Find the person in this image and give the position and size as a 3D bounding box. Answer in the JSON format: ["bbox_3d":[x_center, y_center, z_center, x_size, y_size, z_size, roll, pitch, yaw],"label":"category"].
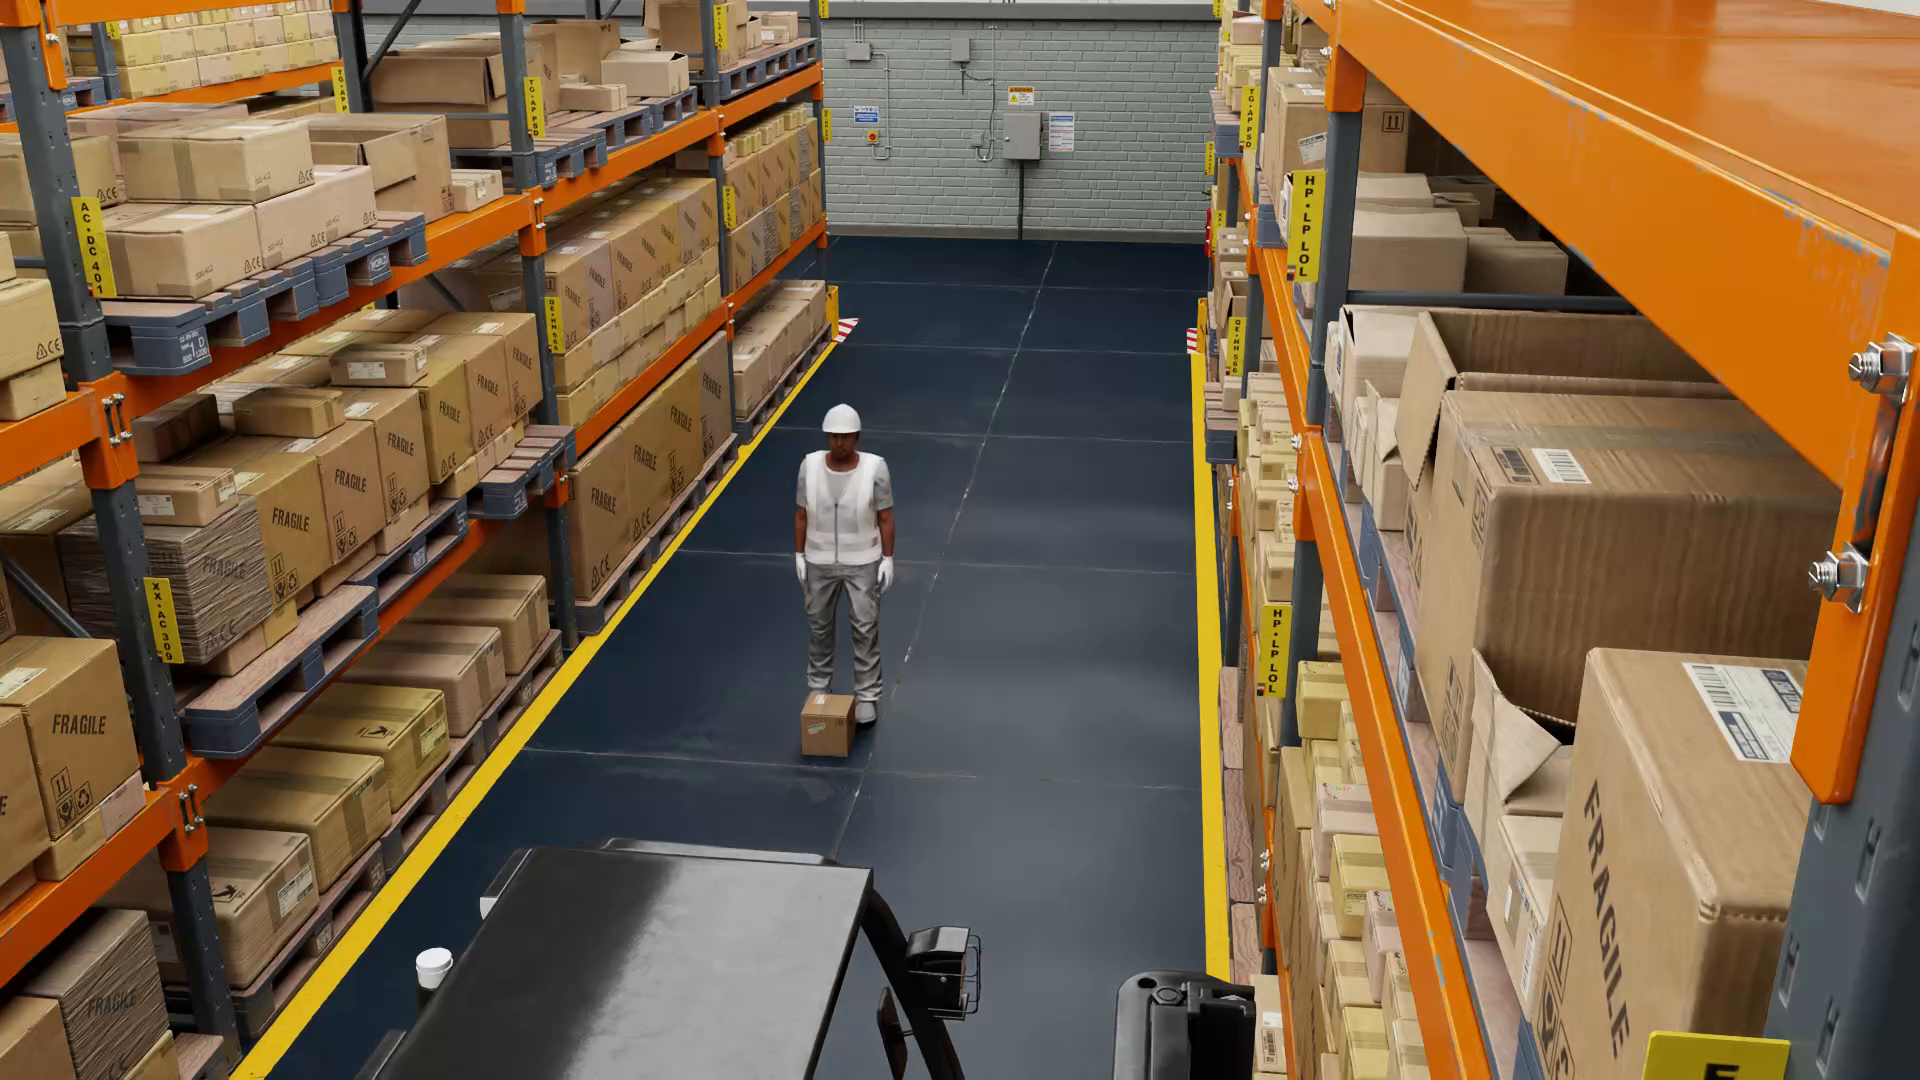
[{"bbox_3d":[-0.648,0.144,9.214,0.558,1.815,0.482,3,21,7],"label":"person"}]
